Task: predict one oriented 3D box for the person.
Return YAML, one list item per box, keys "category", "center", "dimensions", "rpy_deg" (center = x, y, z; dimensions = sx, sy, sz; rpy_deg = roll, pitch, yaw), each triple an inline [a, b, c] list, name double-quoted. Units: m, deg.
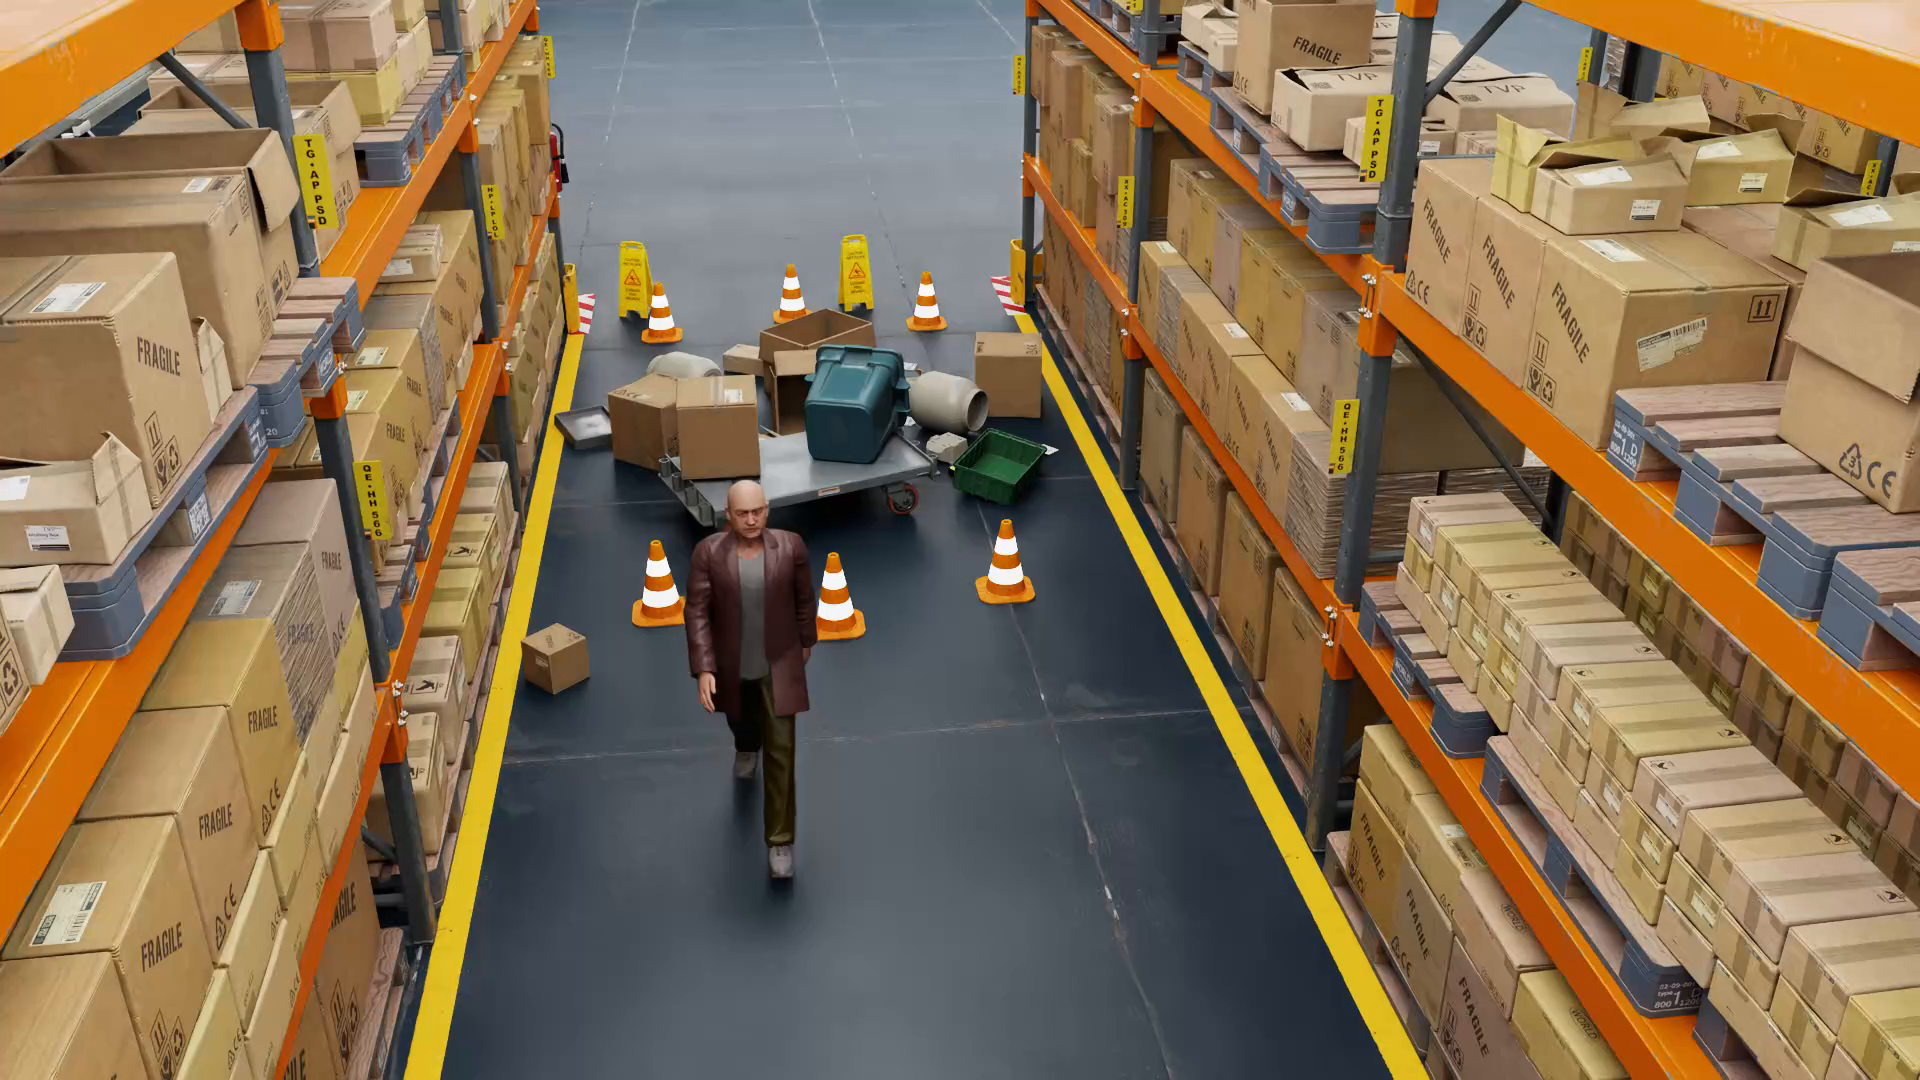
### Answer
- category: "person"
  center: [-0.942, 0.554, 7.545]
  dimensions: [0.583, 1.720, 1.161]
  rpy_deg: [-2, 27, -4]
